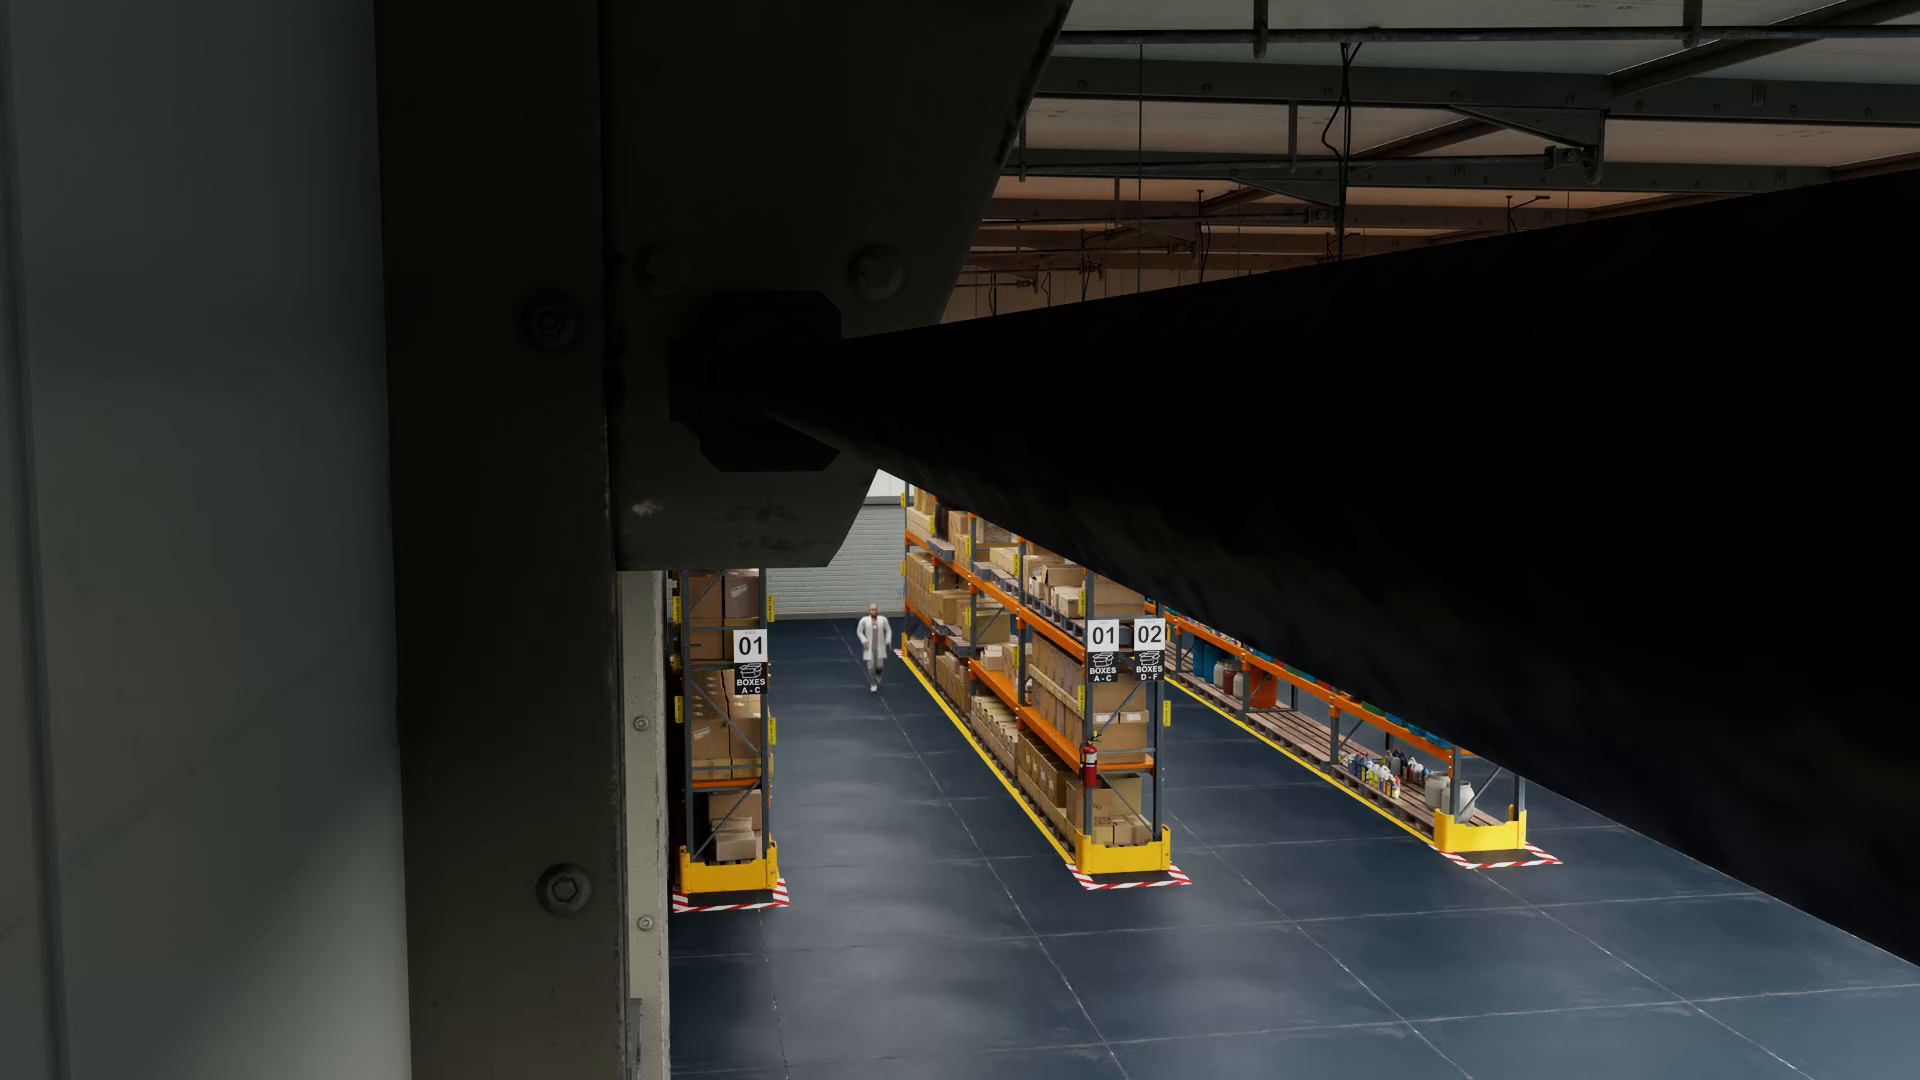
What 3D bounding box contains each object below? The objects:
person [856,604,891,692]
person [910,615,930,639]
[{"bbox_3d":[-1.680,2.104,32.561,0.692,1.724,0.679,-1,6,-7],"label":"person"},{"bbox_3d":[-0.819,1.539,38.293,0.848,1.714,0.551,5,8,40],"label":"person"}]
